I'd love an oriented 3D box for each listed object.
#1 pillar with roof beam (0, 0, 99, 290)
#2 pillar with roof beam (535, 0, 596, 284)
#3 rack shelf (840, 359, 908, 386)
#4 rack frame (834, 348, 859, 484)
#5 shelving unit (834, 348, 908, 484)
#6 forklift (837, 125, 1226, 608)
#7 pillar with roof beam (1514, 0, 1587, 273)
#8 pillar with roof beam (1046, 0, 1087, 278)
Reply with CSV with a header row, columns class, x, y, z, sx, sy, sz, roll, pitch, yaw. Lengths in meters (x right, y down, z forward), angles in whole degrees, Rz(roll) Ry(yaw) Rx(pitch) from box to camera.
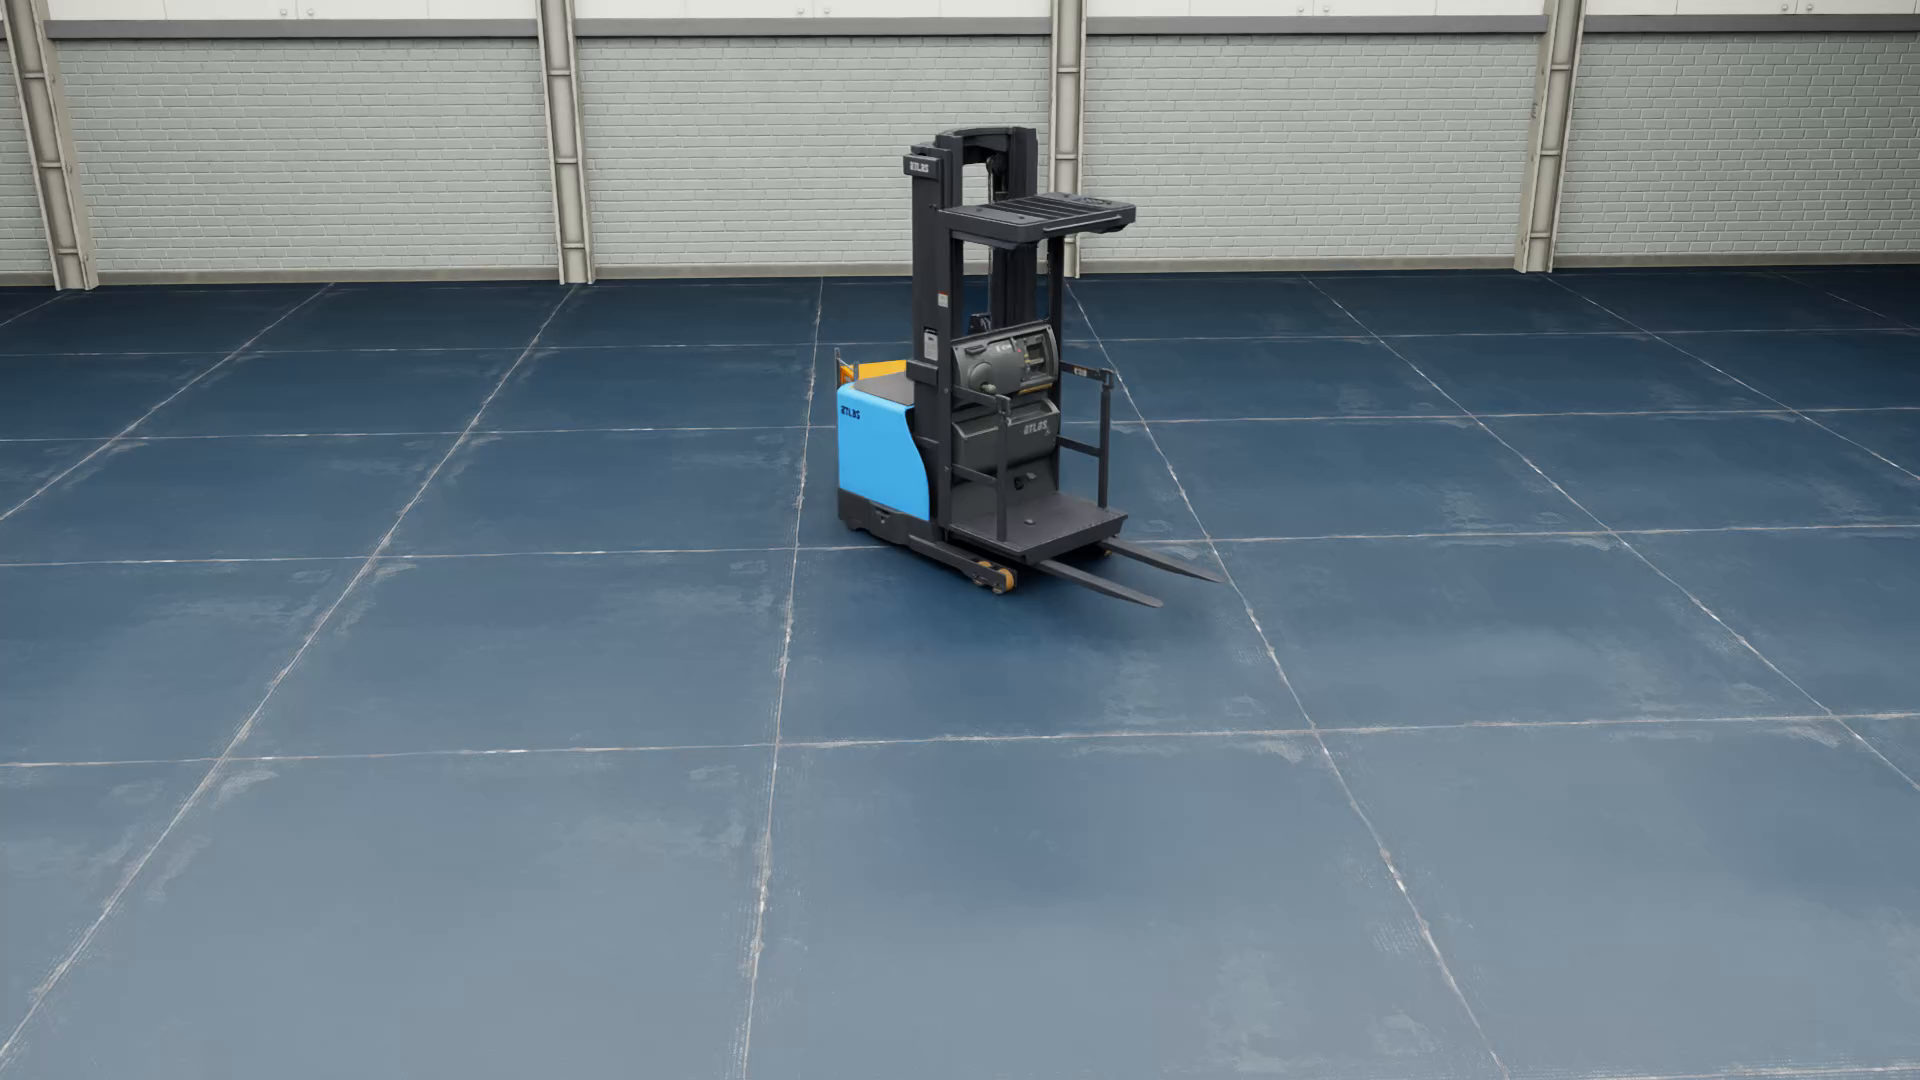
class,x,y,z,sx,sy,sz,roll,pitch,yaw
pillar with roof beam,-10.451,-5.741,14.554,0.400,9.000,9.100,-1,21,-3
pillar with roof beam,-4.461,-5.863,14.874,0.400,9.000,9.100,-1,21,-3
rack shelf,-0.394,-1.220,12.923,1.000,0.278,0.538,-8,22,-21
rack frame,-0.865,-0.879,12.848,0.032,1.125,0.500,-8,22,-21
shelving unit,-0.394,-0.947,13.027,1.048,1.125,0.538,-8,22,-21
forklift,0.460,-1.215,11.193,1.130,2.935,3.031,-18,27,-39
pillar with roof beam,7.519,-6.107,15.514,0.400,9.000,9.100,-1,21,-3
pillar with roof beam,1.529,-5.985,15.194,0.400,9.000,9.100,-1,21,-3
